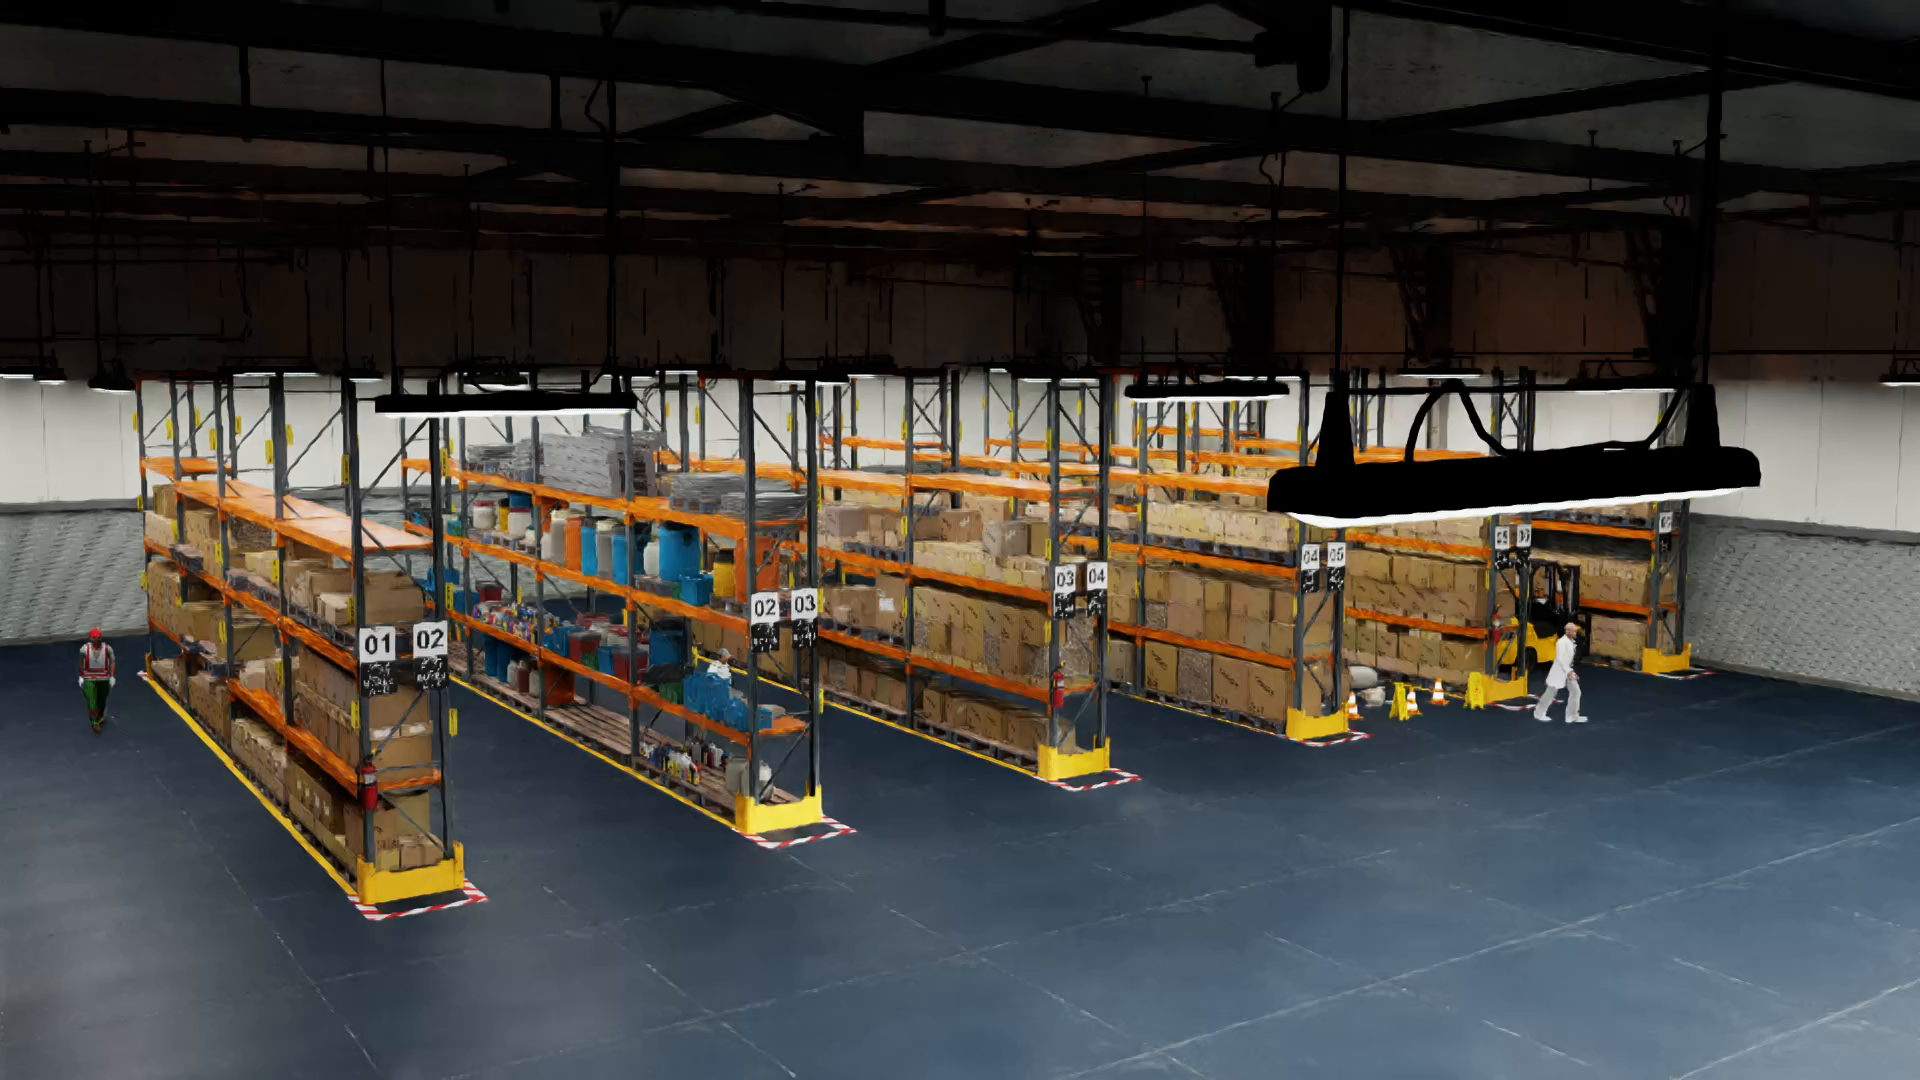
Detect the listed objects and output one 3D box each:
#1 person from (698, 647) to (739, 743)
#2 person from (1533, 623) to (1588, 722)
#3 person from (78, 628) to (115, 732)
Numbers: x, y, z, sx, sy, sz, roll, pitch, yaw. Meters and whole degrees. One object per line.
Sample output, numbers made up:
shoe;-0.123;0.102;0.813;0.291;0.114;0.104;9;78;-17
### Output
person;-3.892;2.512;26.780;0.704;1.616;0.610;4;8;31
person;10.280;2.255;28.470;0.829;1.732;0.724;6;9;42
person;-14.499;2.314;27.970;0.550;1.709;1.128;-5;8;-36
